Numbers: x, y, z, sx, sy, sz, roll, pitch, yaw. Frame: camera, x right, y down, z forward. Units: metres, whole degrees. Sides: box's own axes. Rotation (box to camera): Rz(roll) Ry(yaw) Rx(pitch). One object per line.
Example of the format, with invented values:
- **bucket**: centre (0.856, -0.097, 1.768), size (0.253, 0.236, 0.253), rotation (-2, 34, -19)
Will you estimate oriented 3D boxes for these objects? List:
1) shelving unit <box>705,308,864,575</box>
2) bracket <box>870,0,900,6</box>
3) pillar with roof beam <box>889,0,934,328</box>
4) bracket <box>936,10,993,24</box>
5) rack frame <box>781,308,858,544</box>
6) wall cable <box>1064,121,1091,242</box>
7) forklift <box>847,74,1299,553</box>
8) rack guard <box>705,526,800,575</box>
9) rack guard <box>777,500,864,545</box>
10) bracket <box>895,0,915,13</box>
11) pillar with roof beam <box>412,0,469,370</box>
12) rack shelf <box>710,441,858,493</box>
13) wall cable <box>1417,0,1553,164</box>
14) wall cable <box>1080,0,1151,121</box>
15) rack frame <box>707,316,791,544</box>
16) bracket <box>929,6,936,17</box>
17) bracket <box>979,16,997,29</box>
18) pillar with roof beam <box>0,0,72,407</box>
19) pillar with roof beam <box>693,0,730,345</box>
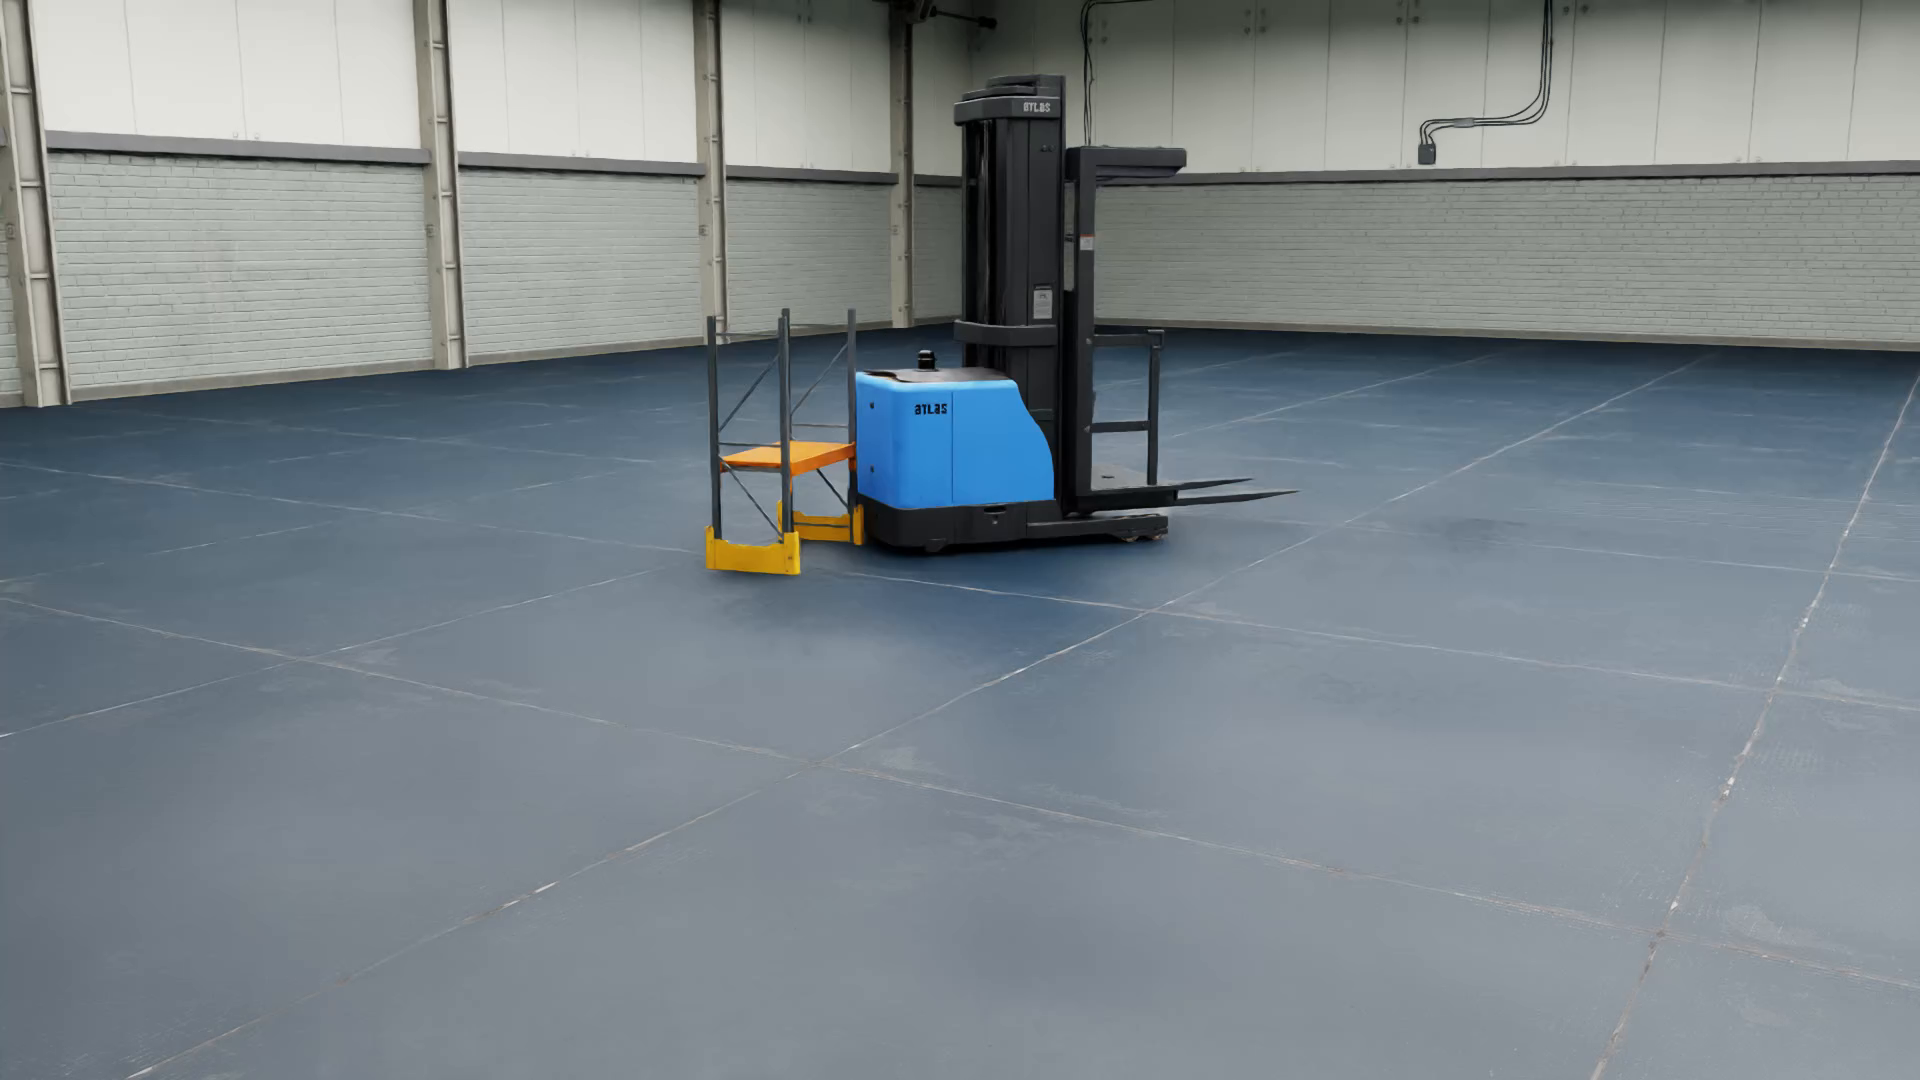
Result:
- **shelving unit**: centre (-1.070, -0.641, 10.214), size (0.587, 1.500, 1.083), rotation (4, 11, 19)
- **bracket**: centre (-2.425, -10.074, 30.444), size (0.076, 0.066, 4.783), rotation (6, 12, 31)
- **pillar with roof beam**: centre (2.504, -8.398, 31.273), size (9.100, 9.000, 0.548), rotation (6, 12, 31)
- **bracket**: centre (0.268, -10.890, 34.801), size (0.076, 0.066, 3.189), rotation (6, 12, 31)
- **rack frame**: centre (-0.901, -0.731, 10.695), size (0.500, 1.500, 0.032), rotation (4, 11, 19)
- **wall cable**: centre (1.485, -7.620, 35.555), size (3.097, 2.526, 0.112), rotation (6, 12, 31)
- **forklift**: centre (0.818, -1.512, 10.983), size (3.031, 2.935, 1.130), rotation (-4, 11, -22)
- **rack guard**: centre (-1.233, 0.060, 9.867), size (0.587, 0.250, 0.087), rotation (4, 11, 19)
- **rack guard**: centre (-0.908, -0.113, 10.792), size (0.587, 0.250, 0.087), rotation (4, 11, 19)
- **bracket**: centre (-1.087, -10.479, 32.609), size (0.235, 0.232, 0.430), rotation (6, 12, 31)
- **pillar with roof beam**: centre (-3.726, -6.511, 21.192), size (9.100, 9.000, 0.400), rotation (6, 12, 31)
- **rack shelf**: centre (-1.067, -0.465, 10.256), size (0.538, 0.185, 1.000), rotation (4, 11, 19)
- **wall cable**: centre (9.590, -9.909, 30.099), size (2.305, 6.003, 0.169), rotation (6, 12, 31)
- **wall cable**: centre (3.797, -9.844, 33.710), size (3.097, 2.526, 0.112), rotation (6, 12, 31)
- **rack frame**: centre (-1.234, -0.554, 9.751), size (0.500, 1.500, 0.032), rotation (4, 11, 19)
- **bracket**: centre (-0.656, -10.610, 33.306), size (0.235, 0.232, 0.430), rotation (6, 12, 31)
- **bracket**: centre (0.574, -10.983, 35.297), size (0.235, 0.232, 0.430), rotation (6, 12, 31)
- **pillar with roof beam**: centre (-6.841, -5.567, 16.152), size (9.100, 9.000, 0.400), rotation (6, 12, 31)
- **pillar with roof beam**: centre (-0.611, -7.454, 26.232), size (9.100, 9.000, 0.400), rotation (6, 12, 31)
